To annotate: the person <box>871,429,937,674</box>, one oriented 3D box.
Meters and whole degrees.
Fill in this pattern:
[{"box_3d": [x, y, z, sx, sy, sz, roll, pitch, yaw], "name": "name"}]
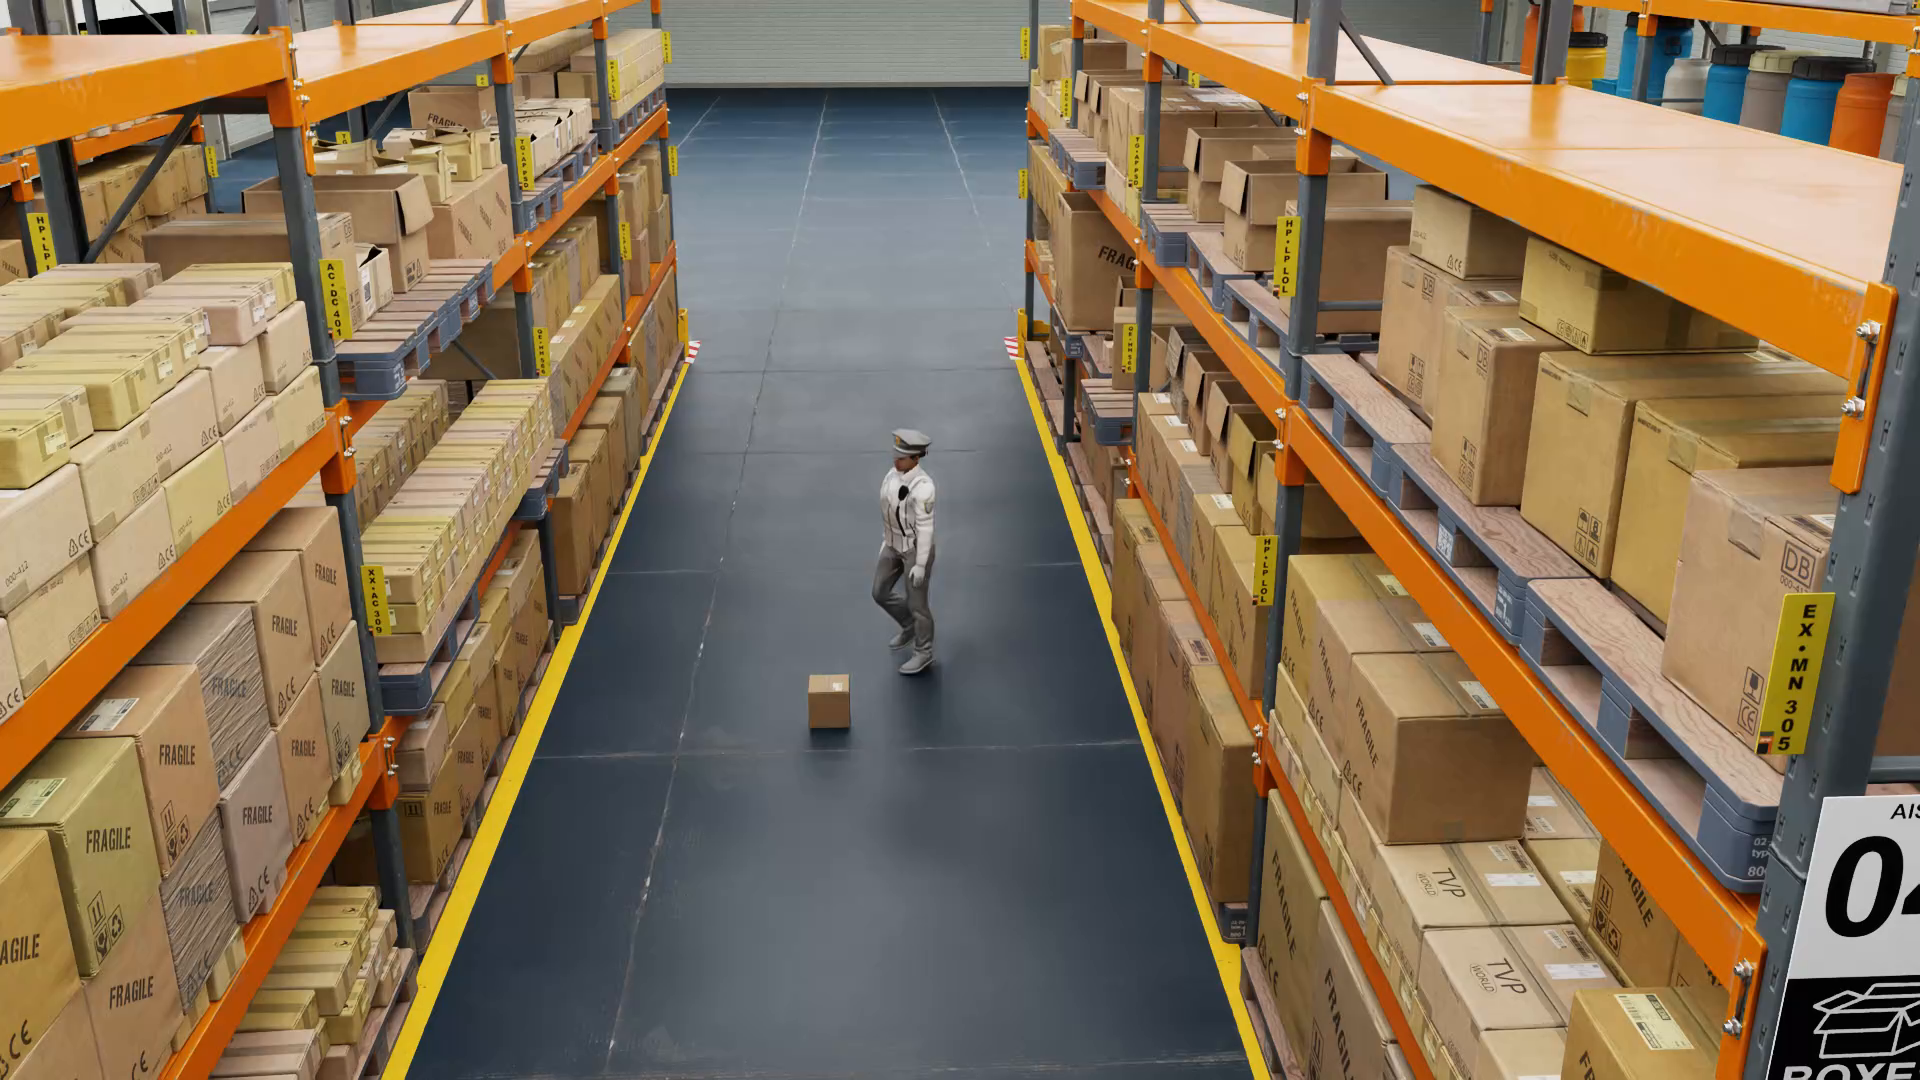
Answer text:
[{"box_3d": [-0.328, 0.060, 10.861, 0.413, 1.667, 0.577, -13, 24, -32], "name": "person"}]
